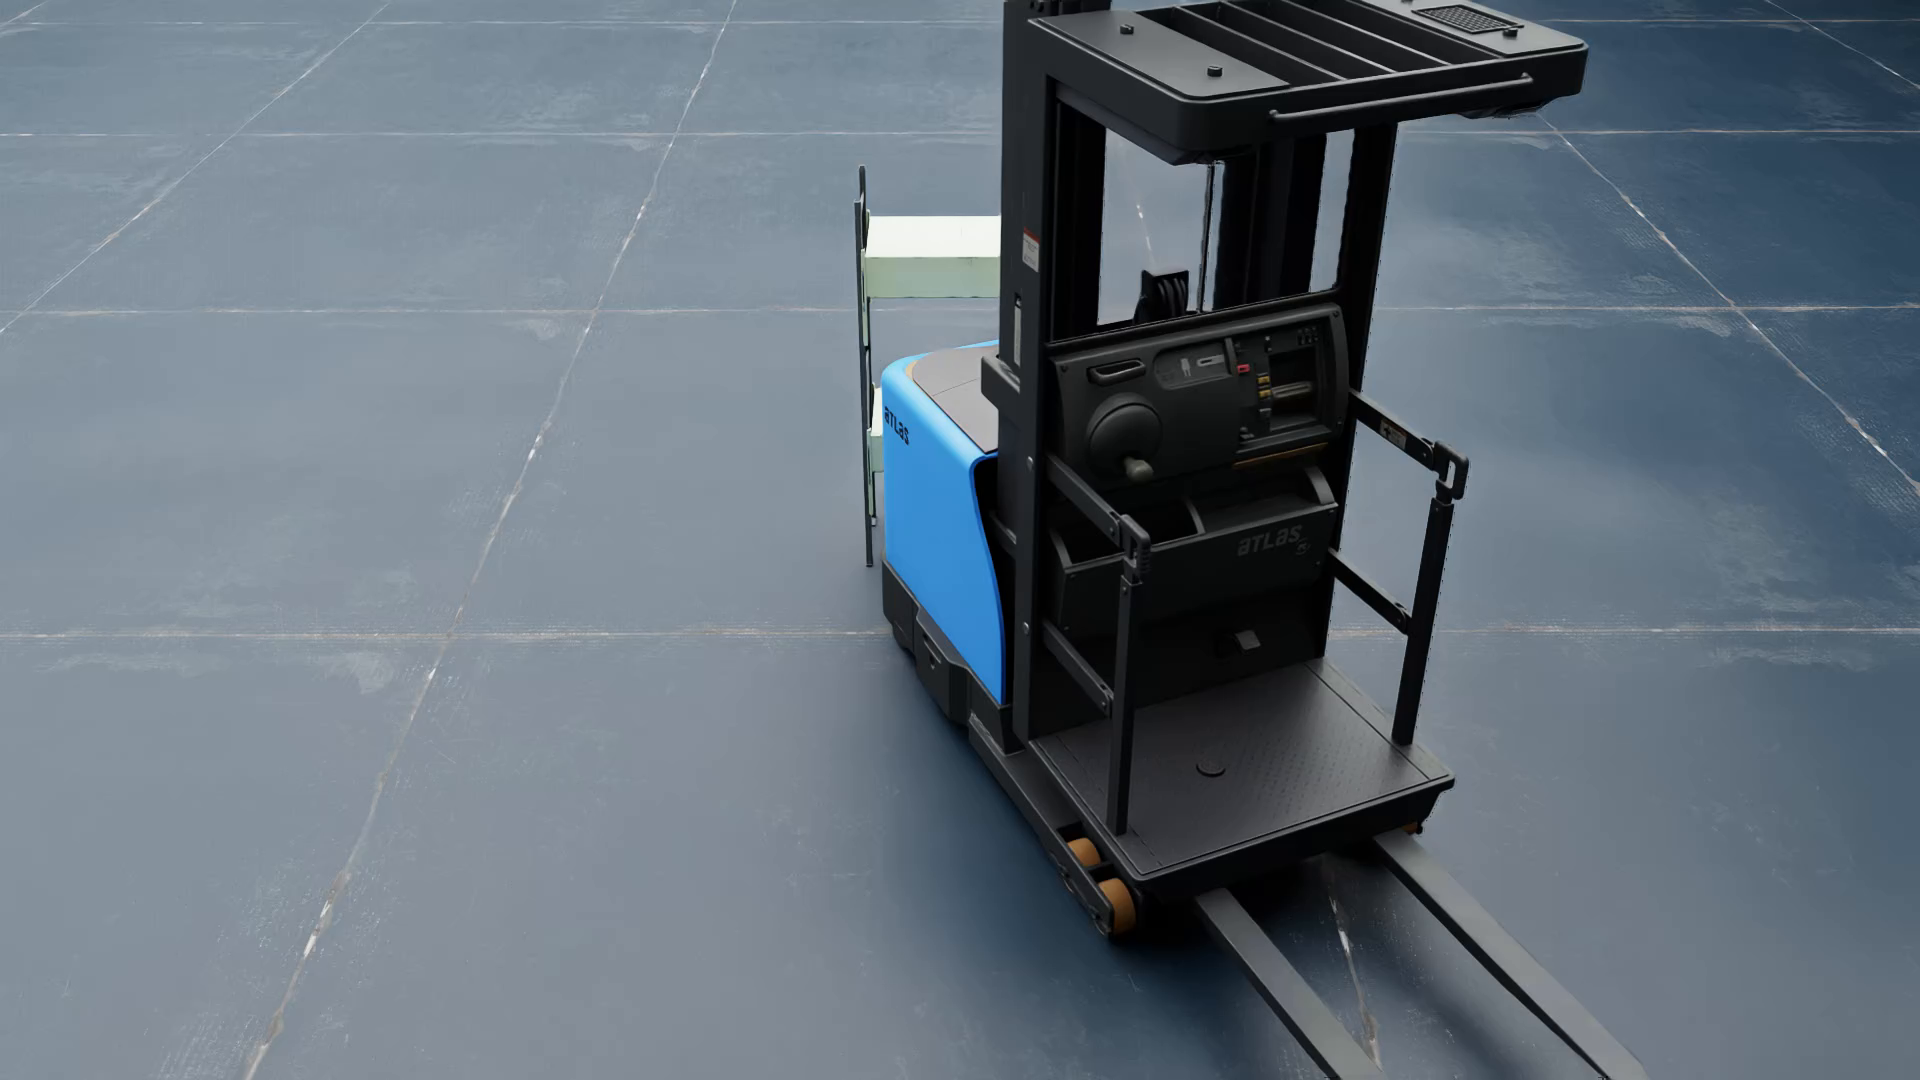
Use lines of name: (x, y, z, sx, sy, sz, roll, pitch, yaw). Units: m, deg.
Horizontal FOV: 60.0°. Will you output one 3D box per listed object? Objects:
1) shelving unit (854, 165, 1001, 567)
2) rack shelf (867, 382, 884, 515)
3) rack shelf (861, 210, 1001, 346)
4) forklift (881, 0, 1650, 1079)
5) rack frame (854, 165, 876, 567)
shelving unit: (0.007, -0.641, 6.361, 0.755, 1.500, 0.431, 0, 31, 0)
rack shelf: (0.007, -0.363, 6.530, 0.720, 0.370, 0.431, 0, 31, 0)
rack shelf: (0.007, -0.975, 6.159, 0.720, 0.370, 0.431, 0, 31, 0)
forklift: (0.782, -0.356, 4.512, 1.130, 2.935, 3.031, -13, 34, -21)
rack frame: (-0.359, -0.640, 6.359, 0.023, 1.500, 0.400, 0, 31, 0)
